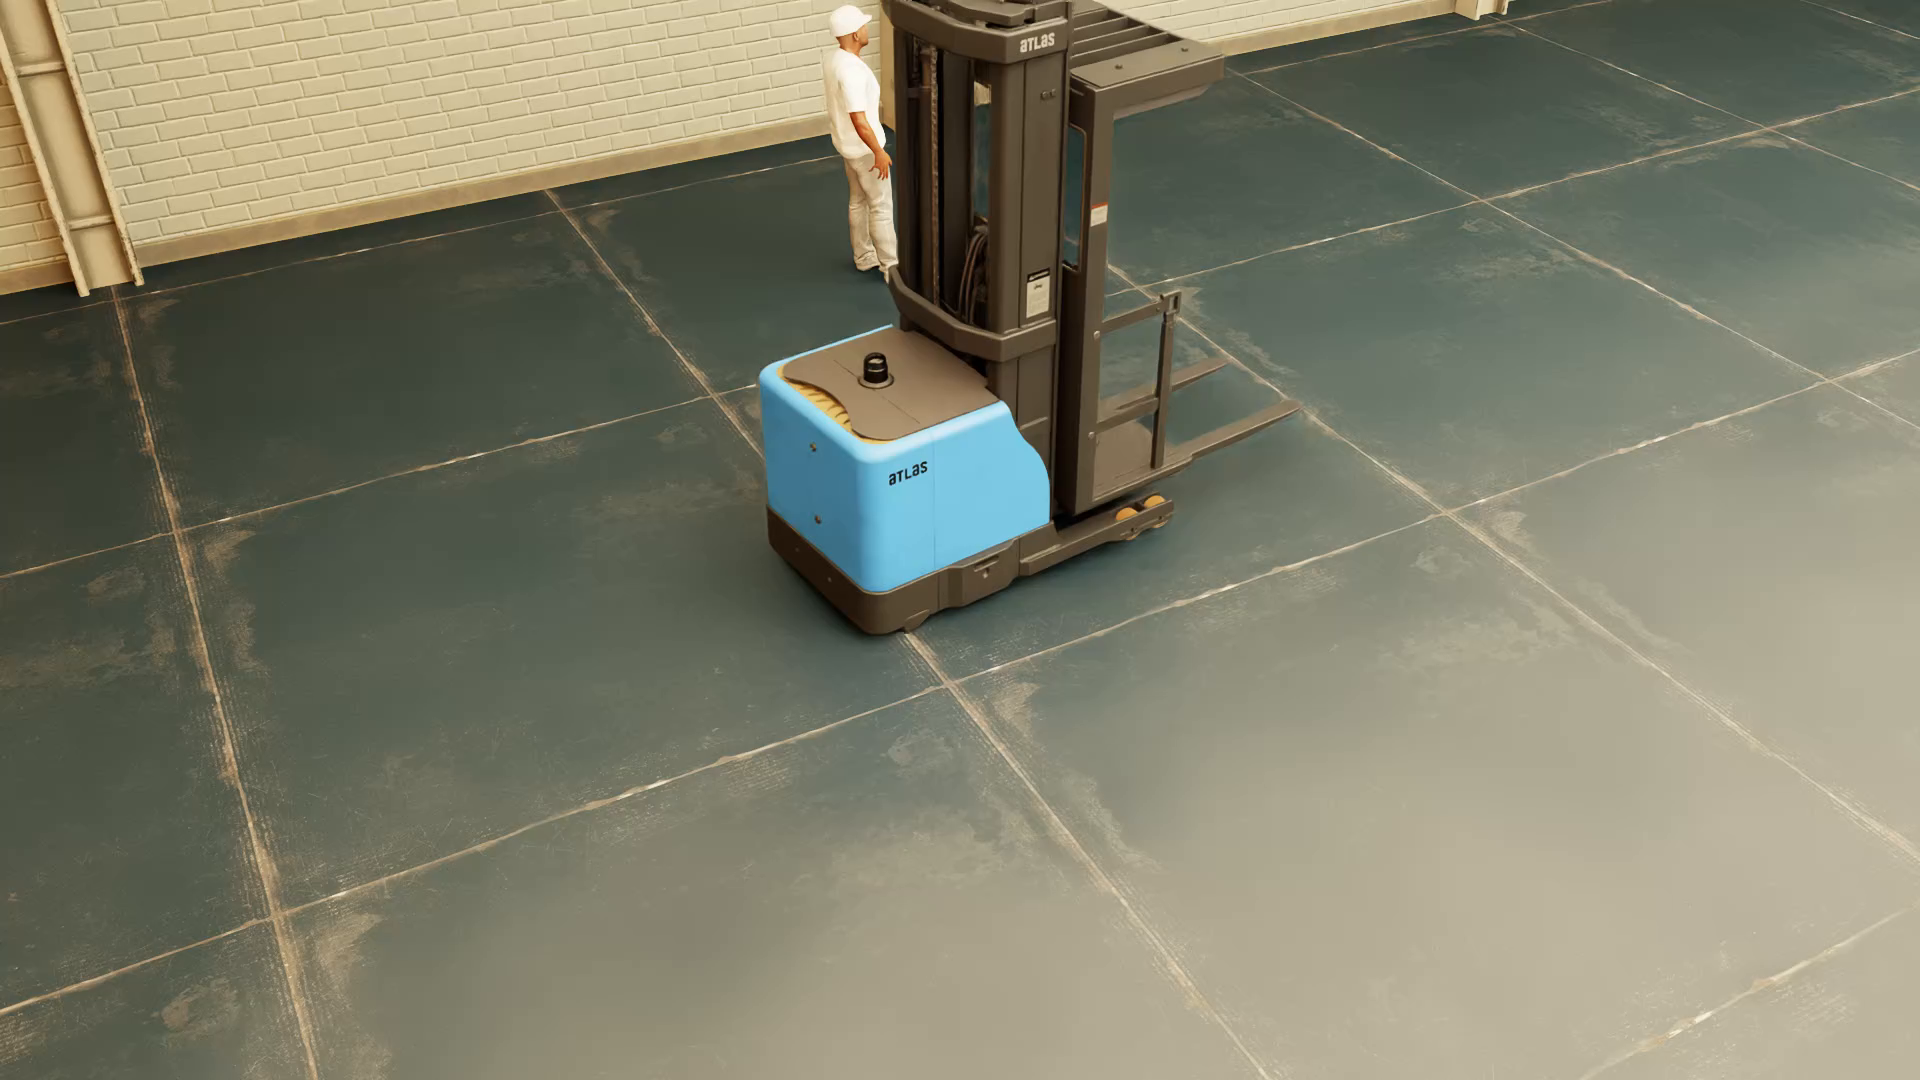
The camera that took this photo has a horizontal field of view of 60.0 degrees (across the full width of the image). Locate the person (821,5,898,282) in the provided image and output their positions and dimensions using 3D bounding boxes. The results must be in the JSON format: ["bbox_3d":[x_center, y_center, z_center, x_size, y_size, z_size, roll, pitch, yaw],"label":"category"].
[{"bbox_3d":[-0.569,-2.571,10.757,0.579,1.765,0.666,-12,37,-17],"label":"person"}]

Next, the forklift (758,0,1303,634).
[{"bbox_3d":[0.509,-1.421,8.134,3.031,2.935,1.130,-23,41,-29],"label":"forklift"}]
